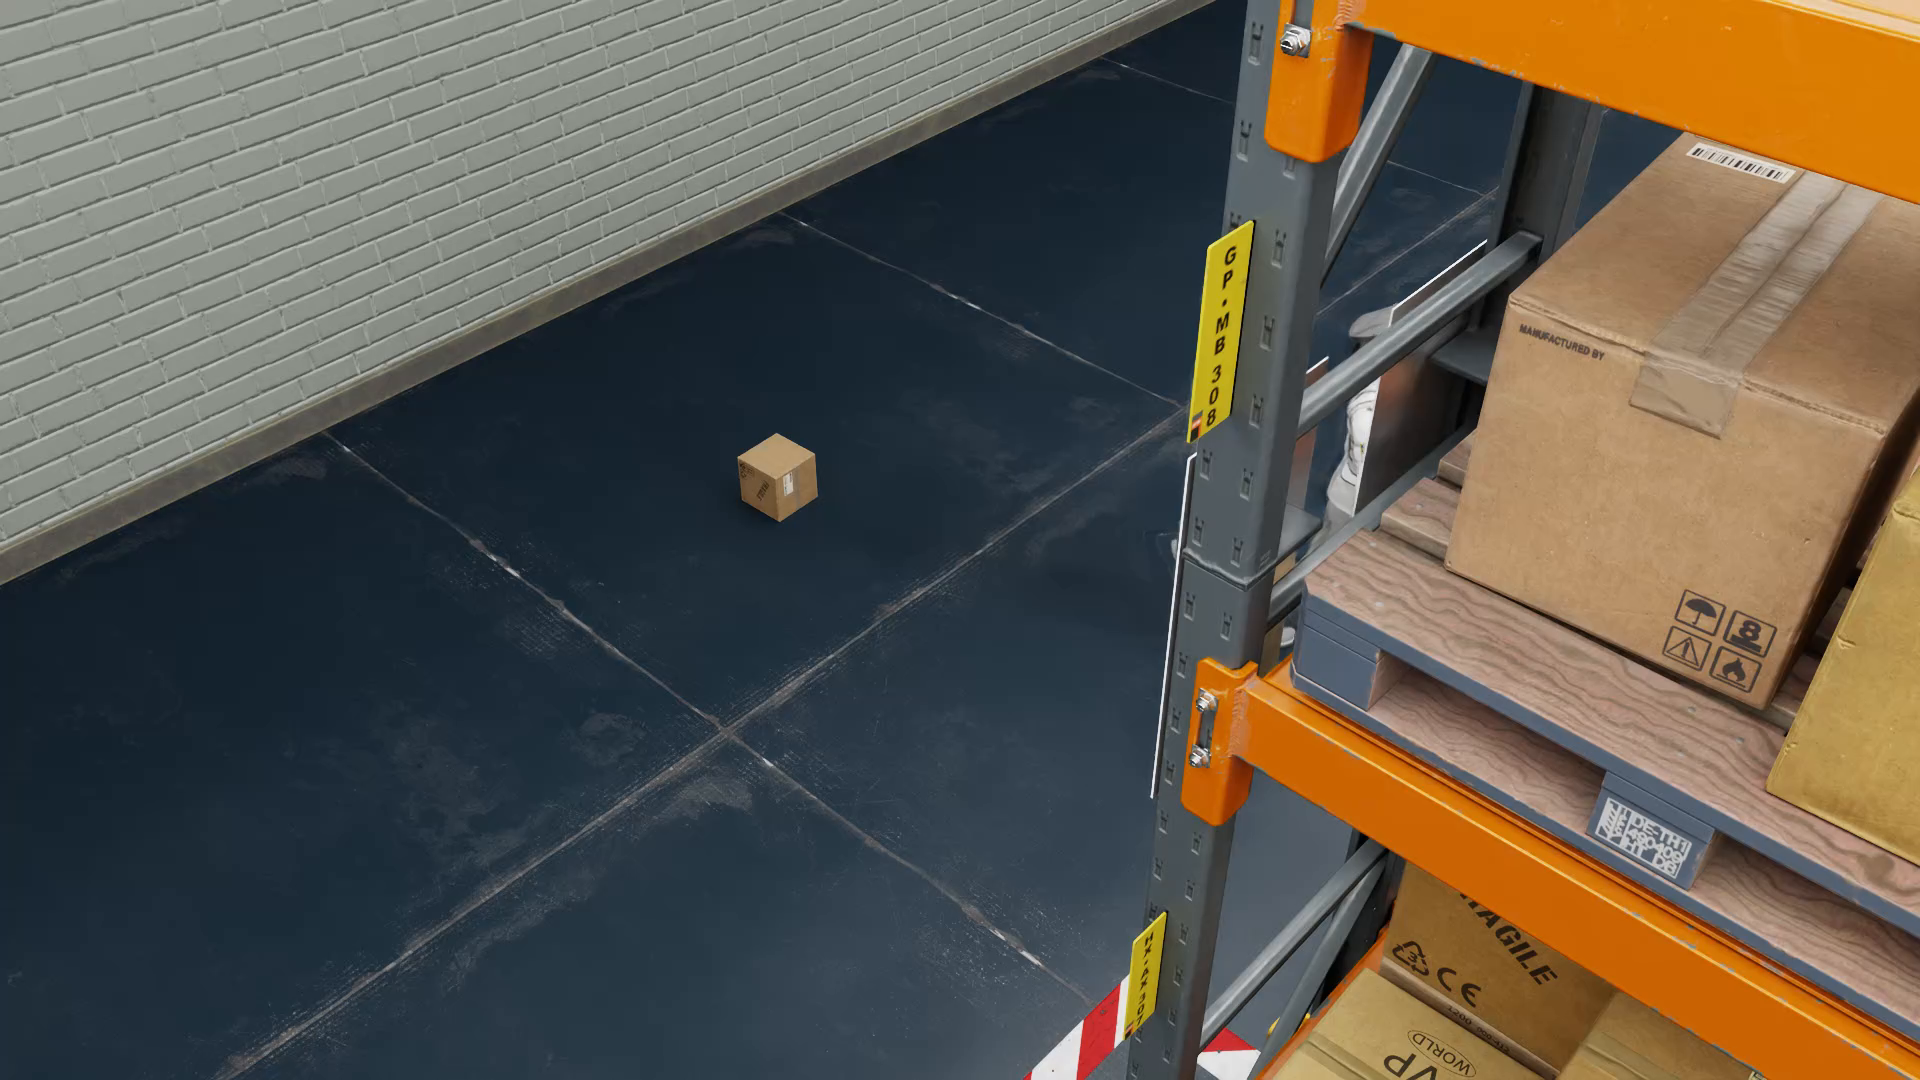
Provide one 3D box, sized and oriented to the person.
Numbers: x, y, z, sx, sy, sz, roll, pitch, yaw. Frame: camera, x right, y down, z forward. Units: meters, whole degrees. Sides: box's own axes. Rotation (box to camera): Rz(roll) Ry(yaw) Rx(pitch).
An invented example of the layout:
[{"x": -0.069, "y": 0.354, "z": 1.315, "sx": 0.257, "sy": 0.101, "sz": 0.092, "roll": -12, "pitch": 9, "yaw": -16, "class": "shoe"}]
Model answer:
[{"x": 1.594, "y": -0.148, "z": 6.302, "sx": 0.995, "sy": 1.633, "sz": 0.514, "roll": 15, "pitch": 42, "yaw": 18, "class": "person"}]
